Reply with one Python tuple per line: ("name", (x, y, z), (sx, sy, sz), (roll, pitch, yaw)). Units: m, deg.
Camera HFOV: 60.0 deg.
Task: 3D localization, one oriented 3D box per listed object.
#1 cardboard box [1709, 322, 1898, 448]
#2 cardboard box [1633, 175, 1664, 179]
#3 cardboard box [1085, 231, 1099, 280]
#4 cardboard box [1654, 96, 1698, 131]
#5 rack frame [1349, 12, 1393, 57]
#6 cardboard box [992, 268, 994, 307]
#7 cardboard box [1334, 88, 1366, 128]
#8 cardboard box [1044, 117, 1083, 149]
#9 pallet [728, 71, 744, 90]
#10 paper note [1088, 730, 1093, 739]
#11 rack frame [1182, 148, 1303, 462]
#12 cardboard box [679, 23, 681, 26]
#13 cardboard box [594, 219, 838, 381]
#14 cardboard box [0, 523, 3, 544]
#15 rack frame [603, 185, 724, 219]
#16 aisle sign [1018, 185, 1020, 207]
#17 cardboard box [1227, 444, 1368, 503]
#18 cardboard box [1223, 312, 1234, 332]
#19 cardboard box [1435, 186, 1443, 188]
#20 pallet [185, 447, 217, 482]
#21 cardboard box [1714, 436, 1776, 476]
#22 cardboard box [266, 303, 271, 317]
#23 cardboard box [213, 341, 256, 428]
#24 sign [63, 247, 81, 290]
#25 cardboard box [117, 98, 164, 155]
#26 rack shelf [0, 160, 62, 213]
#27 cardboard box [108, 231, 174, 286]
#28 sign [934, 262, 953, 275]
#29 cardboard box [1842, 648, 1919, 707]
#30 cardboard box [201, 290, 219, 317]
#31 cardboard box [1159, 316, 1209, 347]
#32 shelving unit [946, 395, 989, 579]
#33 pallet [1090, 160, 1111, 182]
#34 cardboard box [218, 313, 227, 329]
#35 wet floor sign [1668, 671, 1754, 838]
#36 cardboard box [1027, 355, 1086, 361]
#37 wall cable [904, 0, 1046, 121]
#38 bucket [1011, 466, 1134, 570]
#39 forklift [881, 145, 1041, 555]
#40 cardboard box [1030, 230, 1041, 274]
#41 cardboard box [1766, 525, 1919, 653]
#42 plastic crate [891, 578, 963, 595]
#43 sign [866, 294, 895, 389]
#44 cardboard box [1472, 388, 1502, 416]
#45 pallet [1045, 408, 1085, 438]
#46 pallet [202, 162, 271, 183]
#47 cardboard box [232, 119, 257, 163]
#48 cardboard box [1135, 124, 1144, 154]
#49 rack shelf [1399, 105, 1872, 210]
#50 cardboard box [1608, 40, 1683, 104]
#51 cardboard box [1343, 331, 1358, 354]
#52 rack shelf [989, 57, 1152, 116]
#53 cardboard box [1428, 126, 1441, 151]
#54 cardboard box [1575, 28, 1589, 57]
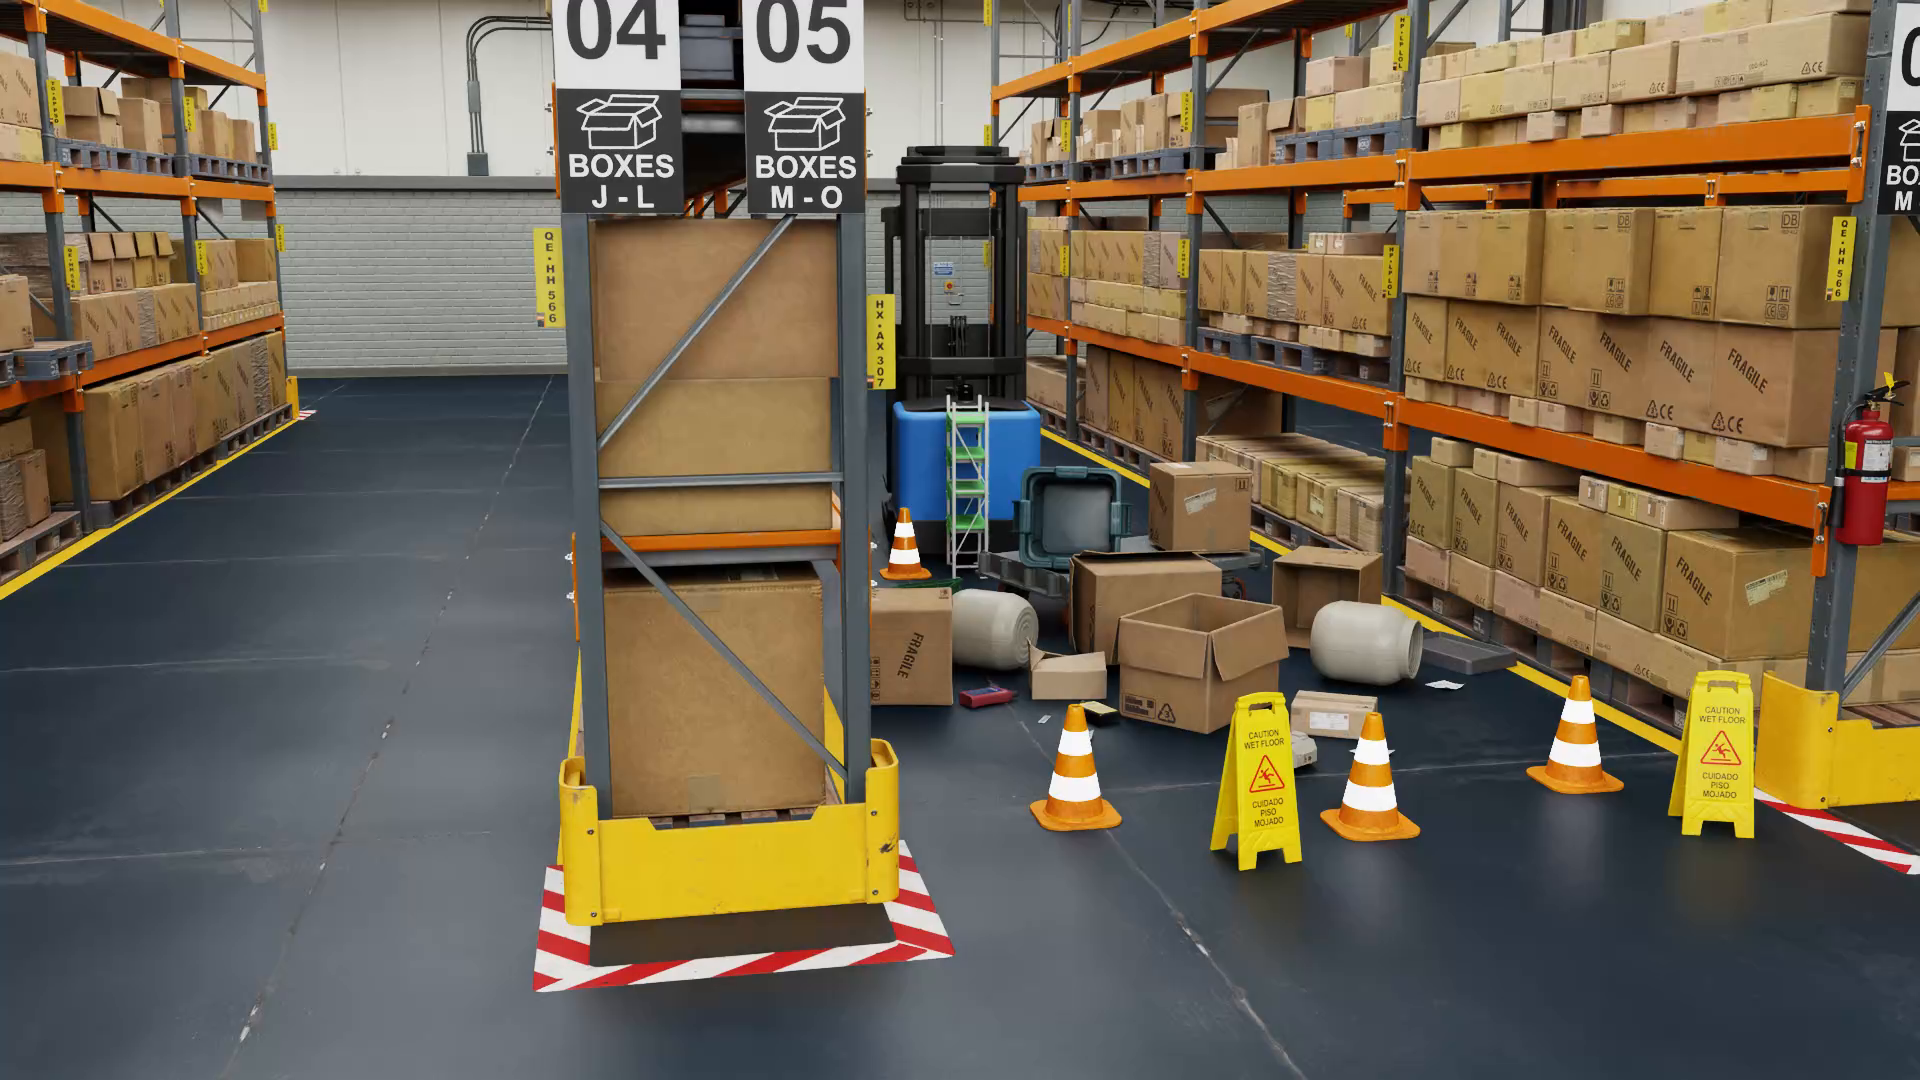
("cardboard box", (3.641, -0.684, 7.203), (0.500, 0.500, 0.500), (-2, 11, -12))
("cardboard box", (6.892, -3.625, 16.097), (0.500, 0.250, 0.500), (-2, 11, -11))
("cardboard box", (1.612, -2.957, 17.267), (0.500, 0.500, 0.500), (-2, 11, -11))
("cardboard box", (3.495, -1.992, 7.788), (0.380, 0.149, 0.250), (-2, 11, -11))
("rack frame", (5.773, -6.462, 22.579), (1.000, 3.000, 0.127), (-2, 11, -11))
("cardboard box", (0.716, -3.284, 21.661), (0.500, 0.500, 0.500), (-2, 11, -11))
("cardboard box", (2.889, -2.934, 11.343), (0.500, 0.250, 0.500), (-2, 11, -10))
("cardboard box", (1.389, -4.626, 19.288), (0.797, 0.503, 0.637), (-1, 11, -7))
("pallet", (-1.215, -1.990, 7.346), (1.003, 0.211, 1.213), (-2, 11, -11))
("paper note", (0.549, 0.917, 7.800), (0.144, 0.017, 0.142), (2, 11, 9))
("rack frame", (2.461, -1.866, 14.479), (1.000, 3.000, 0.127), (-2, 11, -11))
("cardboard box", (-1.479, -2.358, 7.254), (0.500, 0.250, 0.500), (-2, 11, -10))
("cardboard box", (-0.853, -0.874, 5.977), (0.875, 0.550, 0.550), (-2, 11, -11))
("cardboard box", (-6.873, -0.167, 11.059), (0.700, 0.500, 0.500), (-1, 11, -6))
("rack frame", (-2.375, -1.668, 13.436), (1.000, 3.000, 0.127), (-2, 11, -11))
("aisle sign", (0.606, -4.613, 21.959), (0.394, 0.787, 0.004), (-2, 11, -11))
("cardboard box", (2.712, -0.543, 13.430), (0.950, 0.372, 0.625), (-2, 11, -12))
("cardboard box", (2.372, -1.778, 13.563), (0.380, 0.149, 0.250), (-3, 11, -15))
("cardboard box", (6.036, -4.376, 20.316), (0.380, 0.149, 0.250), (-2, 11, -9))
("pallet", (-7.814, -0.731, 15.972), (1.003, 0.211, 1.213), (-2, 11, -11))
("cardboard box", (3.576, -0.379, 7.336), (0.380, 0.149, 0.250), (-2, 11, -12))
("cardboard box", (-8.324, -2.702, 19.544), (0.380, 0.149, 0.250), (-2, 11, -11))
("cardboard box", (-8.263, -1.691, 18.118), (0.875, 0.875, 0.875), (-2, 11, -11))
("sign", (-6.730, -2.057, 12.598), (0.100, 0.325, 0.005), (-2, 11, -11))
("cardboard box", (-7.915, -3.862, 15.554), (0.700, 0.500, 0.500), (-2, 11, -10))
("rack shelf", (-6.871, -2.259, 10.445), (1.077, 0.370, 4.000), (-2, 11, -11))
("cardboard box", (-7.906, -2.665, 15.723), (0.797, 0.503, 0.637), (-2, 11, -12))
("sign", (-0.274, -4.509, 27.641), (0.327, 0.218, 0.001), (-2, 11, -11))
("cardboard box", (4.131, 0.587, 7.818), (0.500, 0.250, 0.500), (-2, 11, -11))
("cardboard box", (-7.873, -2.408, 16.929), (0.500, 0.250, 0.500), (-2, 11, -12))
("cardboard box", (2.108, -1.876, 14.931), (0.500, 0.250, 0.500), (-3, 11, -13))
("shelving unit", (0.049, -0.373, 11.445), (0.258, 1.200, 0.503), (-1, 11, -5))
("pallet", (1.909, -3.813, 17.197), (0.805, 0.209, 1.217), (-3, 11, -13))
("cardboard box", (-7.872, -2.279, 17.319), (0.380, 0.149, 0.250), (-2, 11, -9))
("wet floor sign", (3.004, 0.831, 6.603), (0.267, 0.644, 0.232), (2, 11, 9))
("cardboard box", (1.131, -2.164, 21.771), (0.875, 0.438, 0.875), (-3, 11, -13))
("wall cable", (0.260, -7.340, 27.195), (2.355, 3.000, 0.029), (-2, 11, -11))
("bucket", (0.691, -0.132, 10.055), (0.726, 0.611, 0.620), (2, 1, 9))
("forklift", (-0.052, -1.556, 13.033), (1.130, 2.935, 3.031), (-1, 11, -5))
("cardboard box", (1.121, -3.403, 19.612), (0.500, 0.500, 0.500), (-2, 11, -10))
("cardboard box", (4.126, 0.215, 7.771), (0.500, 0.500, 0.500), (-3, 11, -13))
("plastic crate", (-0.278, 0.403, 9.922), (0.450, 0.188, 0.662), (-7, 8, 20))
("sign", (-0.274, -0.684, 5.739), (0.100, 0.325, 0.005), (-2, 11, -11))
("cardboard box", (3.181, -0.801, 9.555), (0.380, 0.149, 0.250), (-2, 11, -9))
("pallet", (1.612, -1.372, 19.342), (1.003, 0.211, 1.213), (-2, 11, -11))
("pallet", (-8.662, -4.267, 19.309), (1.003, 0.211, 1.213), (-2, 11, -11))
("cardboard box", (-8.662, -4.658, 19.465), (0.700, 0.500, 0.500), (-3, 11, -14))
("cardboard box", (1.849, -3.720, 15.432), (0.396, 0.266, 0.258), (-2, 11, -12))
("rack shelf", (3.628, -1.886, 8.484), (1.077, 0.370, 4.000), (-2, 11, -11))
("cardboard box", (3.450, -2.216, 7.902), (0.500, 0.250, 0.500), (-2, 11, -9))
("cardboard box", (2.834, -1.349, 11.309), (0.380, 0.149, 0.250), (-2, 11, -13))
("rack shelf", (1.294, -5.364, 19.804), (1.077, 0.370, 4.000), (-2, 11, -11))
("cardboard box", (3.057, -2.416, 10.017), (0.380, 0.149, 0.250), (-2, 11, -12))
("cardboard box", (3.363, -2.523, 8.445), (0.380, 0.149, 0.250), (-2, 11, -10))
